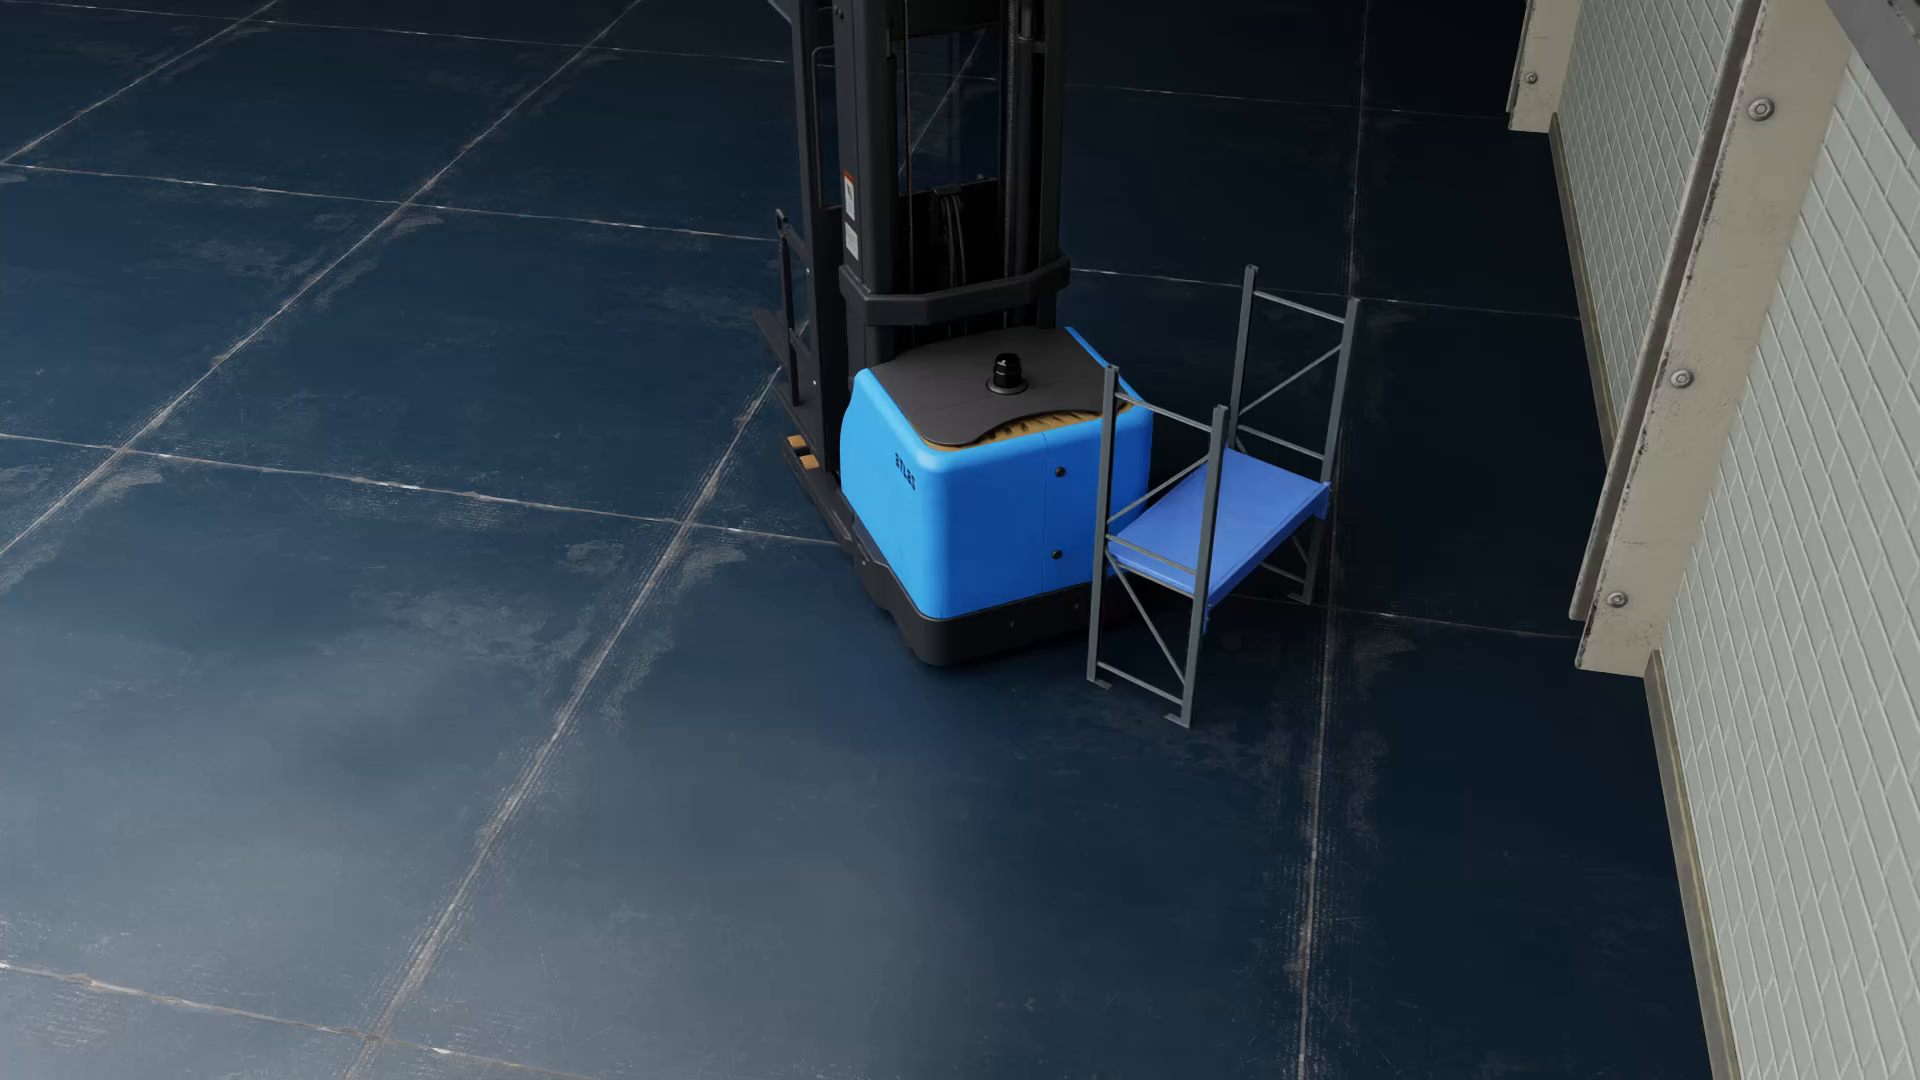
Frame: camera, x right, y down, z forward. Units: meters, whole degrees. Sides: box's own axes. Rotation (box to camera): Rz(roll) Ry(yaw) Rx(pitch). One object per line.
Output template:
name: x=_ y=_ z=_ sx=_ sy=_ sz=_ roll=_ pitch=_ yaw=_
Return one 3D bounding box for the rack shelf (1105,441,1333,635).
rack shelf: x=1.047 y=-0.031 z=6.821 sx=0.538 sy=0.185 sz=1.000 roll=25 pitch=43 yaw=30

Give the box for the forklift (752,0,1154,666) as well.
forklift: x=-0.241 y=-1.524 z=7.355 sx=1.130 sy=2.935 sz=3.031 roll=-14 pitch=38 yaw=-18

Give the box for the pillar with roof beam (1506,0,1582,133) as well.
pillar with roof beam: x=-0.137 y=-7.177 z=9.985 sx=9.100 sy=9.000 sz=0.400 roll=7 pitch=37 yaw=10

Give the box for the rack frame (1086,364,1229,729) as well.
rack frame: x=0.735 y=0.059 z=6.390 sx=0.500 sy=1.500 sz=0.032 roll=25 pitch=43 yaw=30

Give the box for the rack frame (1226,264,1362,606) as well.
rack frame: x=1.359 y=-0.412 z=7.040 sx=0.500 sy=1.500 sz=0.032 roll=25 pitch=43 yaw=30

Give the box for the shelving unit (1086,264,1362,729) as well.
shelving unit: x=1.047 y=-0.177 z=6.715 sx=0.538 sy=1.500 sz=1.048 roll=25 pitch=43 yaw=30

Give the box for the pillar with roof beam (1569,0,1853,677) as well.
pillar with roof beam: x=-1.418 y=-3.737 z=5.239 sx=9.100 sy=9.000 sz=0.400 roll=7 pitch=37 yaw=10
